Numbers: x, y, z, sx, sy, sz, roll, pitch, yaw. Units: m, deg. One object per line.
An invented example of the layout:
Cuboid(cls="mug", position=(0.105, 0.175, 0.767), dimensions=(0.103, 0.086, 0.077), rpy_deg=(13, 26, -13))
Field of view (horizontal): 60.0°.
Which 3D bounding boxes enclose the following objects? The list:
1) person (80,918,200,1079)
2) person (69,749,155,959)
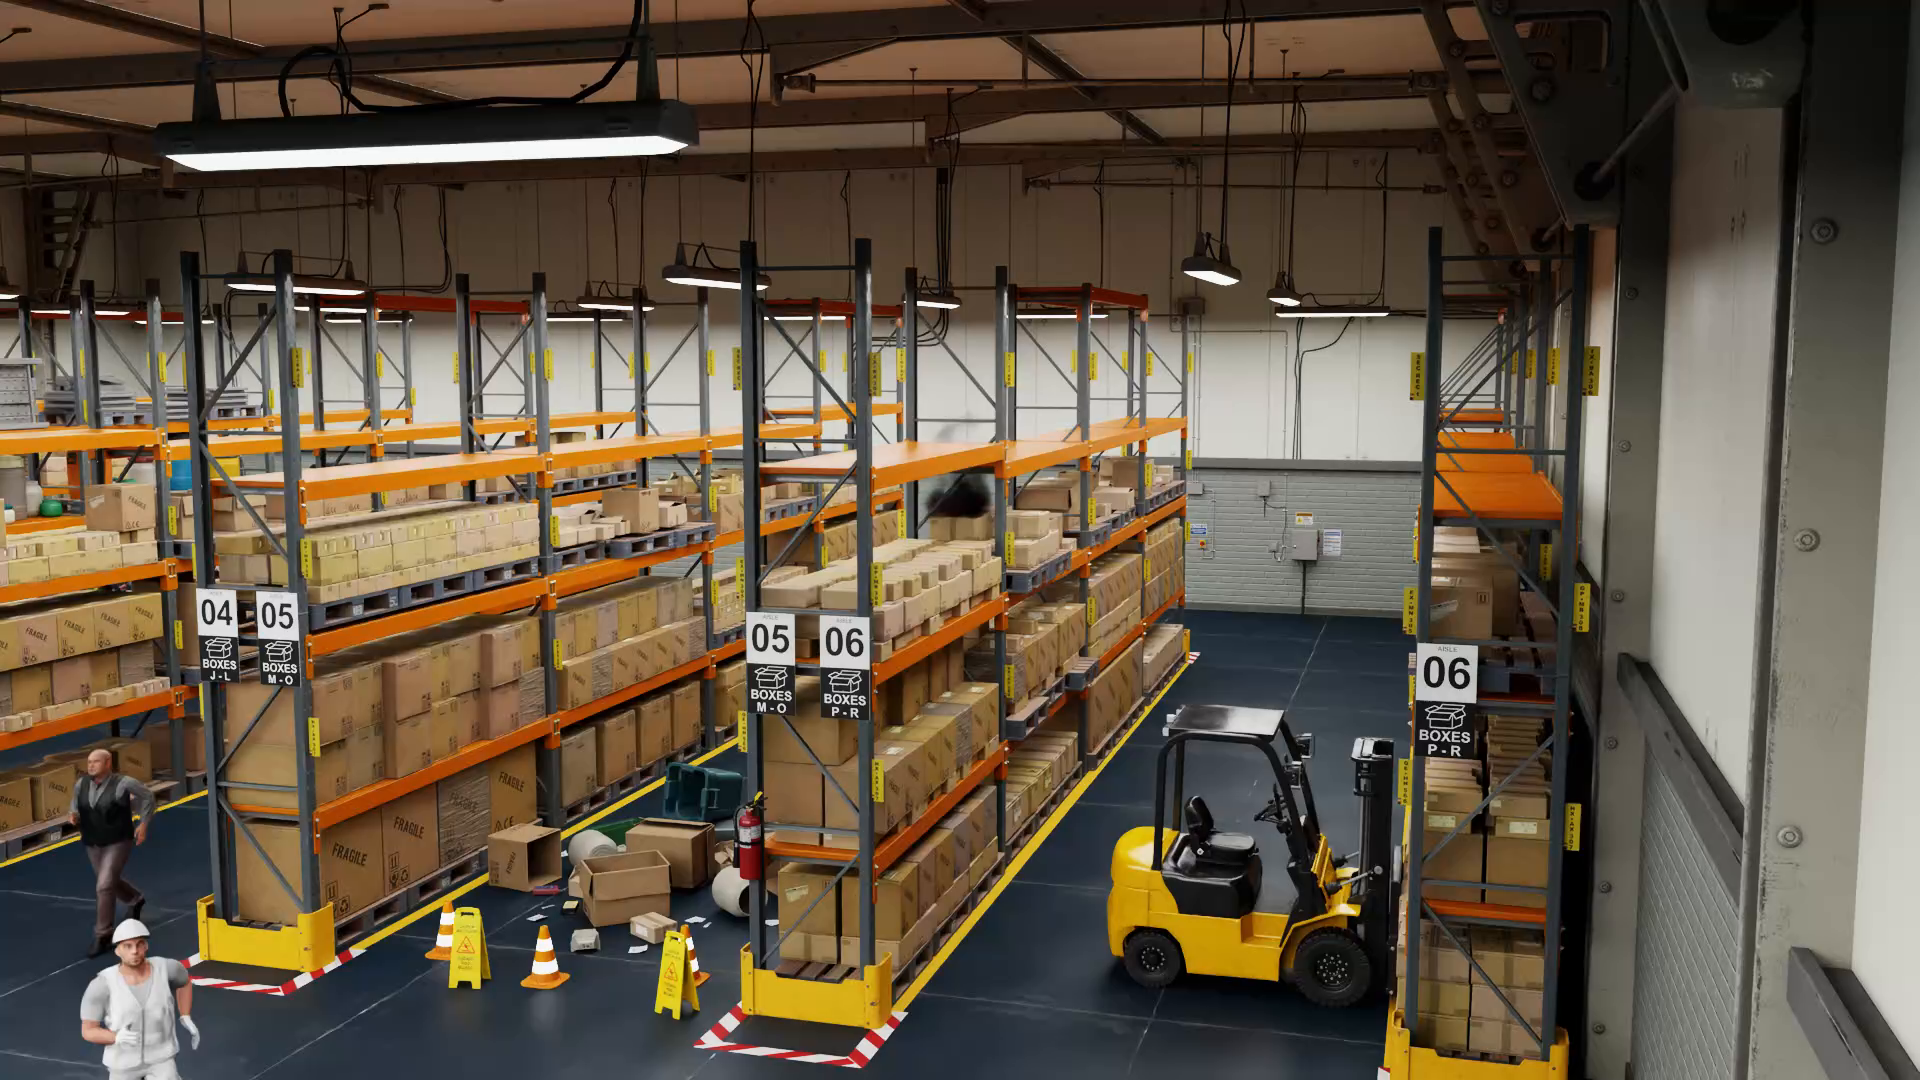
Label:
Cuboid(cls="person", position=(-4.902, 3.168, 9.988), dimensions=(0.640, 1.824, 0.743), rpy_deg=(-4, 7, -30))
Cuboid(cls="person", position=(-7.490, 2.684, 14.629), dimensions=(0.685, 1.734, 0.911), rpy_deg=(1, 6, 9))
